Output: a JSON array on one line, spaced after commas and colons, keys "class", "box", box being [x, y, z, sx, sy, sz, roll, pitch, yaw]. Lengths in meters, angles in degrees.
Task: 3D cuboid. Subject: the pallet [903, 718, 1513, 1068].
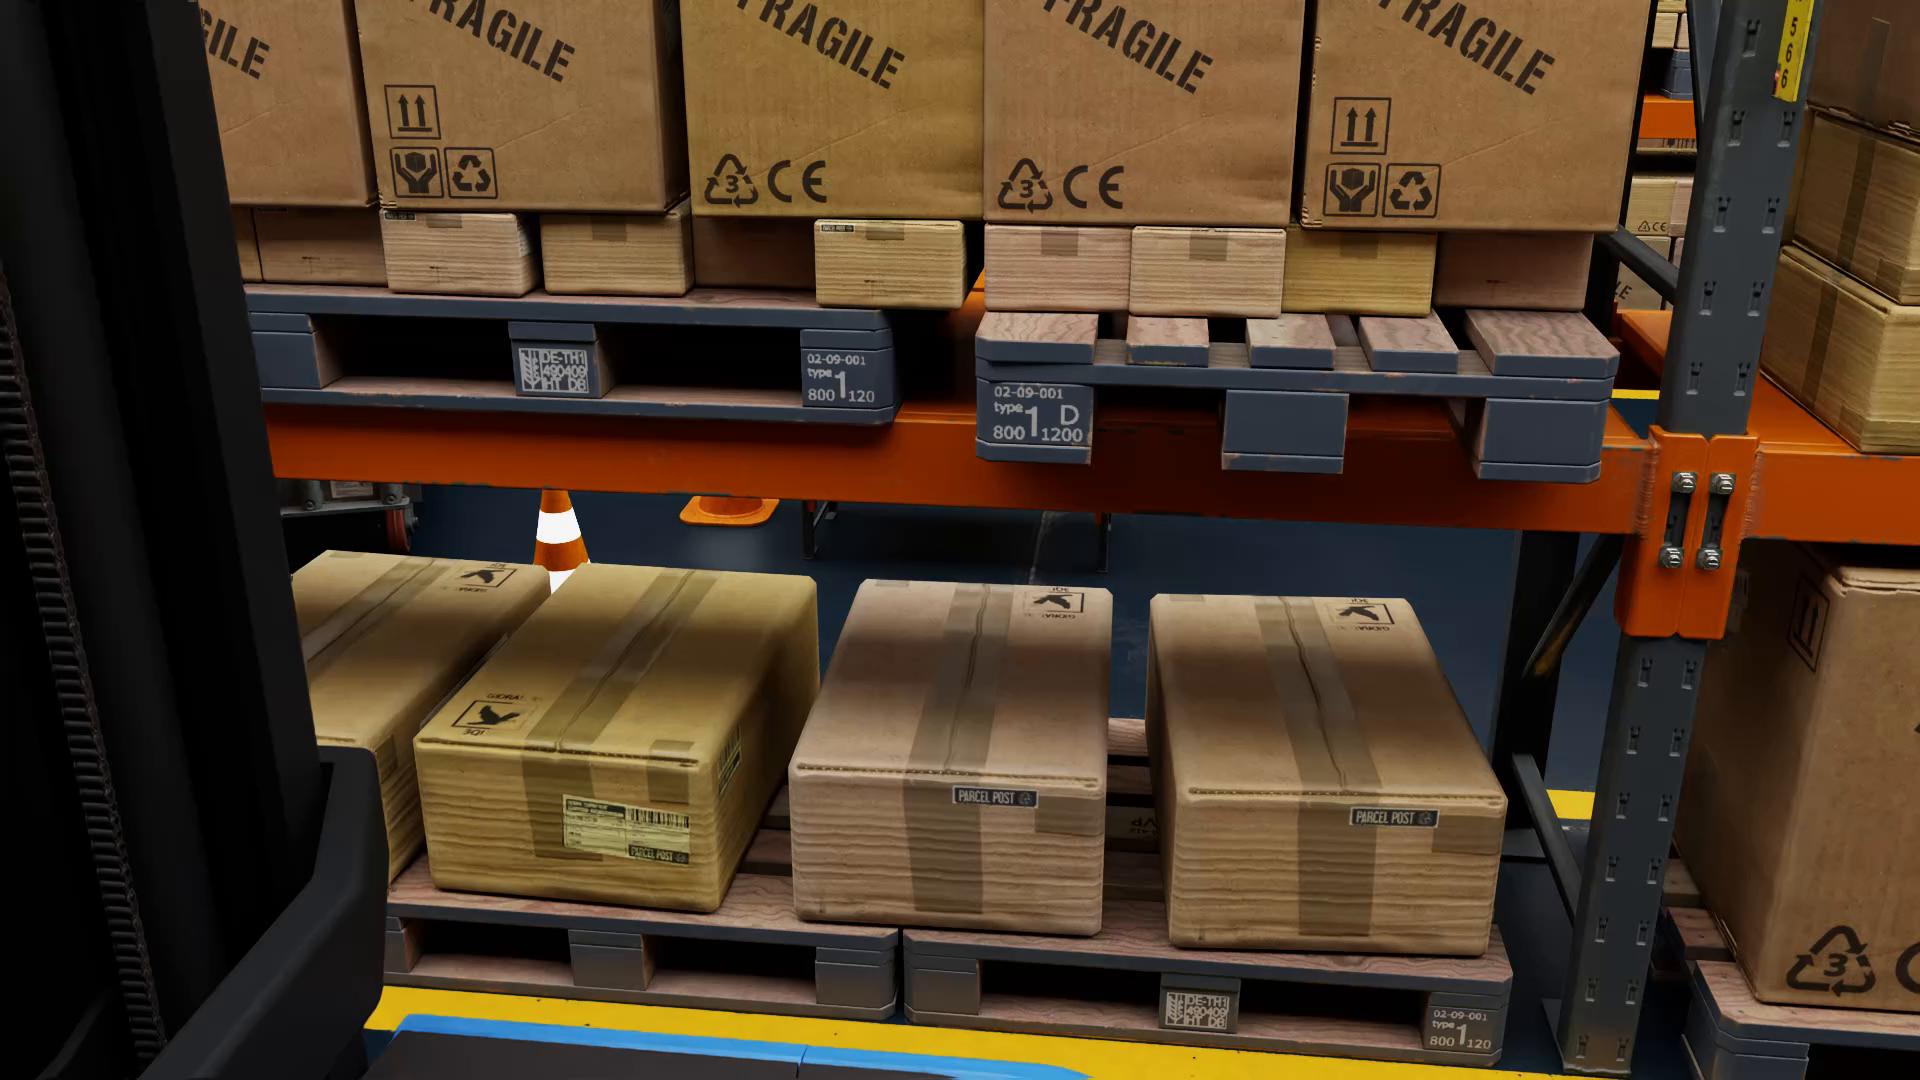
[{"class": "pallet", "box": [0.535, 0.740, 3.780, 1.213, 0.211, 1.003, 2, 22, 6]}]

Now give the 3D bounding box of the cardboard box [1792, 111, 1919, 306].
[{"class": "cardboard box", "box": [1.785, -0.573, 2.832, 0.500, 0.250, 0.500, 2, 22, 6]}]

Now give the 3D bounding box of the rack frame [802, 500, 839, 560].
[{"class": "rack frame", "box": [-0.498, -0.545, 5.788, 0.032, 1.125, 0.500, 2, 22, 6]}]

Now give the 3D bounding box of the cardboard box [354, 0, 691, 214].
[{"class": "cardboard box", "box": [-0.731, -0.884, 2.984, 0.500, 0.500, 0.500, 2, 22, 4]}]

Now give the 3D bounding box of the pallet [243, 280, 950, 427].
[{"class": "pallet", "box": [-0.660, -0.503, 3.394, 1.213, 0.211, 1.003, 2, 22, 6]}]

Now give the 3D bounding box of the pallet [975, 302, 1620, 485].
[{"class": "pallet", "box": [0.591, -0.425, 3.195, 1.003, 0.211, 1.213, 2, 22, 6]}]

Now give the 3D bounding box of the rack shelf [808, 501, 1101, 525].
[{"class": "rack shelf", "box": [0.007, -0.295, 5.822, 1.000, 0.278, 0.538, 2, 22, 6]}]

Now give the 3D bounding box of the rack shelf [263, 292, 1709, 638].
[{"class": "rack shelf", "box": [-0.675, -0.274, 3.531, 4.000, 0.370, 1.077, 2, 22, 6]}]

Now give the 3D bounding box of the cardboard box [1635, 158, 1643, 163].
[{"class": "cardboard box", "box": [3.006, -1.763, 8.129, 0.500, 0.250, 0.500, 3, 22, 7]}]

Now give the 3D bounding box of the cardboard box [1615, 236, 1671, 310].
[{"class": "cardboard box", "box": [2.965, -1.222, 7.780, 0.500, 0.500, 0.500, 3, 22, 7]}]

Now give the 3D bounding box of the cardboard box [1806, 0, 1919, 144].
[{"class": "cardboard box", "box": [1.772, -0.923, 2.698, 0.500, 0.500, 0.500, 2, 22, 5]}]

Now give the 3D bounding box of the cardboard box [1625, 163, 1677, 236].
[{"class": "cardboard box", "box": [2.953, -1.575, 7.653, 0.500, 0.250, 0.500, 2, 22, 6]}]

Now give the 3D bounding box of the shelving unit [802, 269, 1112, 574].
[{"class": "shelving unit", "box": [0.007, -0.523, 5.732, 1.048, 1.125, 0.538, 2, 22, 6]}]

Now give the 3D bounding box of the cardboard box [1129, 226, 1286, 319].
[{"class": "cardboard box", "box": [0.428, -0.508, 2.916, 0.250, 0.149, 0.380, 2, 22, 6]}]

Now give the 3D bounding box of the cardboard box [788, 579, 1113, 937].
[{"class": "cardboard box", "box": [0.017, 0.448, 3.730, 0.625, 0.372, 0.950, 2, 22, 5]}]

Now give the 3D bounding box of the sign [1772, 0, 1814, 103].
[{"class": "sign", "box": [1.257, -0.825, 2.480, 0.005, 0.325, 0.100, 2, 22, 6]}]

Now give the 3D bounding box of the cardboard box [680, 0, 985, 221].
[{"class": "cardboard box", "box": [-0.189, -0.860, 2.923, 0.500, 0.500, 0.500, 1, 22, 3]}]

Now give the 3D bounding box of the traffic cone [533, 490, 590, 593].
[{"class": "traffic cone", "box": [-1.265, 0.027, 5.241, 0.334, 0.463, 0.336, 2, 22, 6]}]

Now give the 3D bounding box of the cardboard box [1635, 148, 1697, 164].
[{"class": "cardboard box", "box": [3.509, -1.736, 8.059, 0.500, 0.250, 0.500, 3, 22, 8]}]

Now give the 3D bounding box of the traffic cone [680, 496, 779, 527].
[{"class": "traffic cone", "box": [-0.859, -0.325, 6.133, 0.334, 0.463, 0.336, 2, 22, 6]}]

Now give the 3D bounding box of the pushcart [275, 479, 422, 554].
[{"class": "pushcart", "box": [-2.442, -0.310, 6.211, 0.936, 0.377, 1.648, -5, 22, -12]}]

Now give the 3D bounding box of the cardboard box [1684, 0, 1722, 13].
[{"class": "cardboard box", "box": [3.282, -2.413, 7.329, 0.250, 0.149, 0.380, 3, 22, 6]}]

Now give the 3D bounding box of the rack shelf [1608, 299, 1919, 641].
[{"class": "rack shelf", "box": [3.297, -0.101, 3.094, 4.000, 0.370, 1.077, 2, 22, 6]}]

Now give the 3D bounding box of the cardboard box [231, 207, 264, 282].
[{"class": "cardboard box", "box": [-1.362, -0.609, 3.172, 0.250, 0.149, 0.380, 3, 22, 7]}]

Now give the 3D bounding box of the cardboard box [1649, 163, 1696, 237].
[{"class": "cardboard box", "box": [3.443, -1.549, 7.587, 0.500, 0.250, 0.500, 3, 22, 7]}]

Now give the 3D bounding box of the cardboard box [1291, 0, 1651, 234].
[{"class": "cardboard box", "box": [0.827, -0.820, 2.823, 0.500, 0.500, 0.500, 2, 22, 5]}]

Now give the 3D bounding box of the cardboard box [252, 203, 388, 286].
[{"class": "cardboard box", "box": [-1.116, -0.598, 3.143, 0.250, 0.149, 0.380, 3, 22, 7]}]

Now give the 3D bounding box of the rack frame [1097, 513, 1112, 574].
[{"class": "rack frame", "box": [0.512, -0.501, 5.677, 0.032, 1.125, 0.500, 2, 22, 6]}]

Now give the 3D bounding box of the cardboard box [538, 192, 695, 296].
[{"class": "cardboard box", "box": [-0.590, -0.567, 3.064, 0.250, 0.149, 0.380, 2, 22, 5]}]

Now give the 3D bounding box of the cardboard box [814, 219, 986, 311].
[{"class": "cardboard box", "box": [-0.096, -0.529, 2.969, 0.250, 0.149, 0.380, 3, 22, 7]}]

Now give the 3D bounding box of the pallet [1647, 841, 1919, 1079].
[{"class": "pallet", "box": [2.085, 0.836, 3.537, 1.213, 0.211, 1.003, 2, 22, 6]}]

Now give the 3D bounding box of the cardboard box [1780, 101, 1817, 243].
[{"class": "cardboard box", "box": [1.822, -0.756, 3.297, 0.500, 0.250, 0.500, 2, 22, 6]}]

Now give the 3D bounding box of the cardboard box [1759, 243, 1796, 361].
[{"class": "cardboard box", "box": [1.844, -0.525, 3.392, 0.500, 0.250, 0.500, 2, 22, 4]}]

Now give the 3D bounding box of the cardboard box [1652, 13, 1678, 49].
[{"class": "cardboard box", "box": [3.016, -2.285, 7.409, 0.250, 0.149, 0.380, 3, 22, 9]}]

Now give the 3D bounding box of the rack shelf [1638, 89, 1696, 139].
[{"class": "rack shelf", "box": [3.779, -1.912, 7.676, 4.000, 0.370, 1.077, 2, 22, 6]}]

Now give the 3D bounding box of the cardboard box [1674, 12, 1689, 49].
[{"class": "cardboard box", "box": [3.281, -2.274, 7.383, 0.250, 0.149, 0.380, 3, 22, 8]}]

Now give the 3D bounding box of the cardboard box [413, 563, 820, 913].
[{"class": "cardboard box", "box": [-0.735, 0.413, 3.819, 0.625, 0.372, 0.950, 3, 22, 8]}]

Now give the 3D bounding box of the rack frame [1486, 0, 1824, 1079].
[{"class": "rack frame", "box": [1.311, -0.522, 3.180, 0.127, 3.000, 1.000, 2, 22, 6]}]

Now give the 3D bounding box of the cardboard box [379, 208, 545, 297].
[{"class": "cardboard box", "box": [-0.858, -0.568, 3.066, 0.250, 0.149, 0.380, 3, 22, 8]}]

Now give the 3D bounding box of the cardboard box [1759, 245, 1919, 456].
[{"class": "cardboard box", "box": [1.767, -0.339, 2.922, 0.500, 0.250, 0.500, 2, 22, 5]}]

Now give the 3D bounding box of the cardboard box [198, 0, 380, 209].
[{"class": "cardboard box", "box": [-1.242, -0.902, 3.030, 0.500, 0.500, 0.500, 2, 22, 6]}]

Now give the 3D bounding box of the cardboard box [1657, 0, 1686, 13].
[{"class": "cardboard box", "box": [3.035, -2.424, 7.357, 0.250, 0.149, 0.380, 3, 22, 7]}]

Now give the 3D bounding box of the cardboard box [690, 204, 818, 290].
[{"class": "cardboard box", "box": [-0.331, -0.586, 3.112, 0.250, 0.149, 0.380, 3, 22, 7]}]

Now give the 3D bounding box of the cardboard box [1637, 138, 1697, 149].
[{"class": "cardboard box", "box": [4.924, -3.233, 12.356, 0.875, 0.875, 1.225, 2, 22, 4]}]

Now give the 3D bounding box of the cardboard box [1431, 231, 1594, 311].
[{"class": "cardboard box", "box": [0.958, -0.529, 2.968, 0.250, 0.149, 0.380, 3, 22, 8]}]

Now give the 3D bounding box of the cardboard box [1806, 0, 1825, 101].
[{"class": "cardboard box", "box": [1.855, -1.107, 3.163, 0.500, 0.500, 0.500, 2, 22, 5]}]

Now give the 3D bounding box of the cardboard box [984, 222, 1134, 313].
[{"class": "cardboard box", "box": [0.179, -0.522, 2.951, 0.250, 0.149, 0.380, 1, 22, 4]}]

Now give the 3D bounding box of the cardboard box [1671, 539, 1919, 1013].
[{"class": "cardboard box", "box": [1.987, 0.331, 3.341, 0.875, 0.875, 0.875, 2, 22, 6]}]

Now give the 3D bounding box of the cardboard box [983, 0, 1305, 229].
[{"class": "cardboard box", "box": [0.312, -0.839, 2.869, 0.500, 0.500, 0.500, 2, 22, 5]}]

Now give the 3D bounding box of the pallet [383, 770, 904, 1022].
[{"class": "pallet", "box": [-0.673, 0.687, 3.916, 1.213, 0.211, 1.003, 2, 22, 6]}]

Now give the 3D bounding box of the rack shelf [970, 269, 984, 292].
[{"class": "rack shelf", "box": [0.007, -0.795, 5.625, 1.000, 0.278, 0.538, 2, 22, 6]}]

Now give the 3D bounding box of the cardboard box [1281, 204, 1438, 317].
[{"class": "cardboard box", "box": [0.683, -0.514, 2.930, 0.250, 0.149, 0.380, 3, 22, 7]}]

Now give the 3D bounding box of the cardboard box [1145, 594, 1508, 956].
[{"class": "cardboard box", "box": [0.751, 0.477, 3.657, 0.625, 0.372, 0.950, 1, 22, 3]}]

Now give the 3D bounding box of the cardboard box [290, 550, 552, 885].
[{"class": "cardboard box", "box": [-1.426, 0.383, 3.893, 0.625, 0.372, 0.950, 4, 22, 10]}]

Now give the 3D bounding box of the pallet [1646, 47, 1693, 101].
[{"class": "pallet", "box": [3.764, -2.174, 7.619, 1.213, 0.211, 1.003, 2, 22, 6]}]

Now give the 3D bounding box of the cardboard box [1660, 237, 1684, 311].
[{"class": "cardboard box", "box": [3.476, -1.202, 7.728, 0.500, 0.500, 0.500, 2, 22, 5]}]
